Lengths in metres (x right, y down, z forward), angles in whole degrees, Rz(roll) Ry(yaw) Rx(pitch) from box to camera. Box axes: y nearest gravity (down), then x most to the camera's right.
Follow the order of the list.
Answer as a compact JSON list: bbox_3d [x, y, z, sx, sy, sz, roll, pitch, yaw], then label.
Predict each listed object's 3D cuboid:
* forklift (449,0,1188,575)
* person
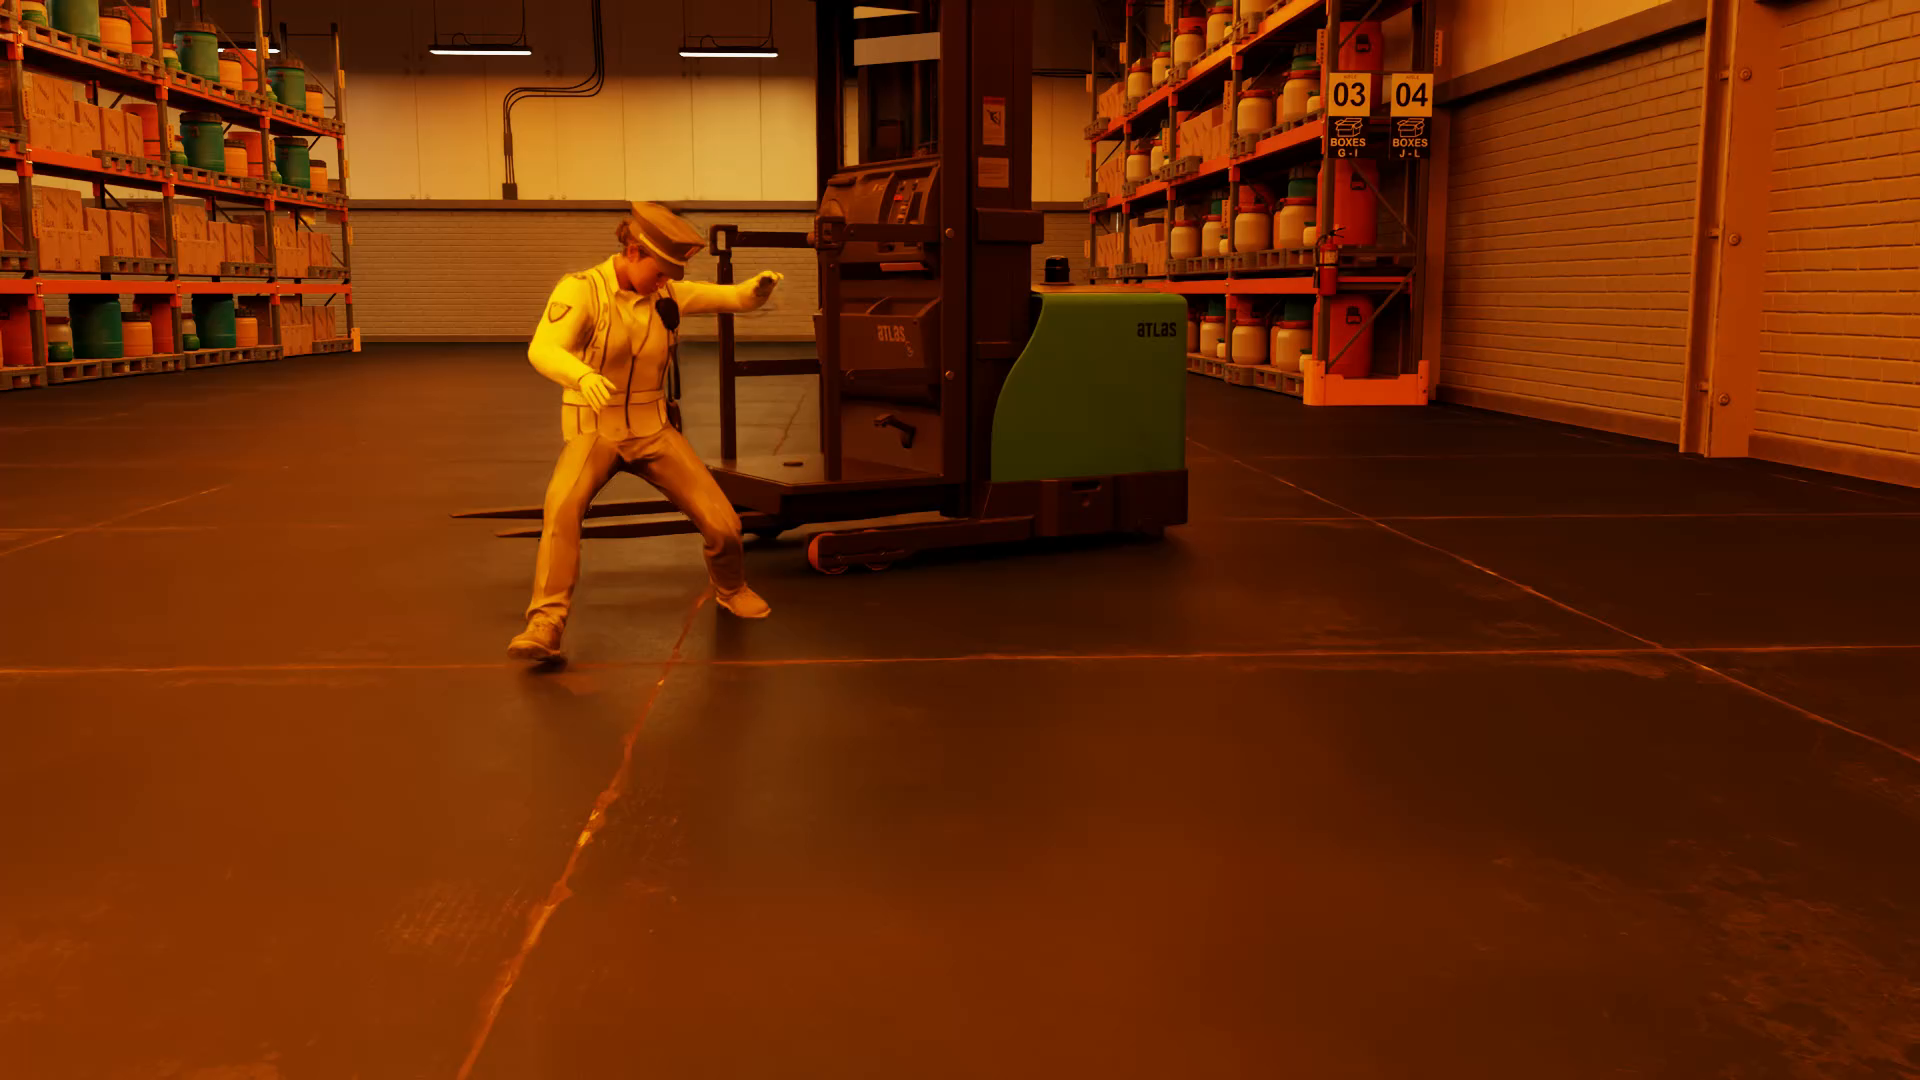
[{"bbox_3d":[-0.521,-1.403,6.779,3.031,2.935,1.130,-5,10,-31],"label":"forklift"},{"bbox_3d":[-0.990,-0.351,5.131,1.003,1.381,0.876,-4,9,-26],"label":"person"}]
